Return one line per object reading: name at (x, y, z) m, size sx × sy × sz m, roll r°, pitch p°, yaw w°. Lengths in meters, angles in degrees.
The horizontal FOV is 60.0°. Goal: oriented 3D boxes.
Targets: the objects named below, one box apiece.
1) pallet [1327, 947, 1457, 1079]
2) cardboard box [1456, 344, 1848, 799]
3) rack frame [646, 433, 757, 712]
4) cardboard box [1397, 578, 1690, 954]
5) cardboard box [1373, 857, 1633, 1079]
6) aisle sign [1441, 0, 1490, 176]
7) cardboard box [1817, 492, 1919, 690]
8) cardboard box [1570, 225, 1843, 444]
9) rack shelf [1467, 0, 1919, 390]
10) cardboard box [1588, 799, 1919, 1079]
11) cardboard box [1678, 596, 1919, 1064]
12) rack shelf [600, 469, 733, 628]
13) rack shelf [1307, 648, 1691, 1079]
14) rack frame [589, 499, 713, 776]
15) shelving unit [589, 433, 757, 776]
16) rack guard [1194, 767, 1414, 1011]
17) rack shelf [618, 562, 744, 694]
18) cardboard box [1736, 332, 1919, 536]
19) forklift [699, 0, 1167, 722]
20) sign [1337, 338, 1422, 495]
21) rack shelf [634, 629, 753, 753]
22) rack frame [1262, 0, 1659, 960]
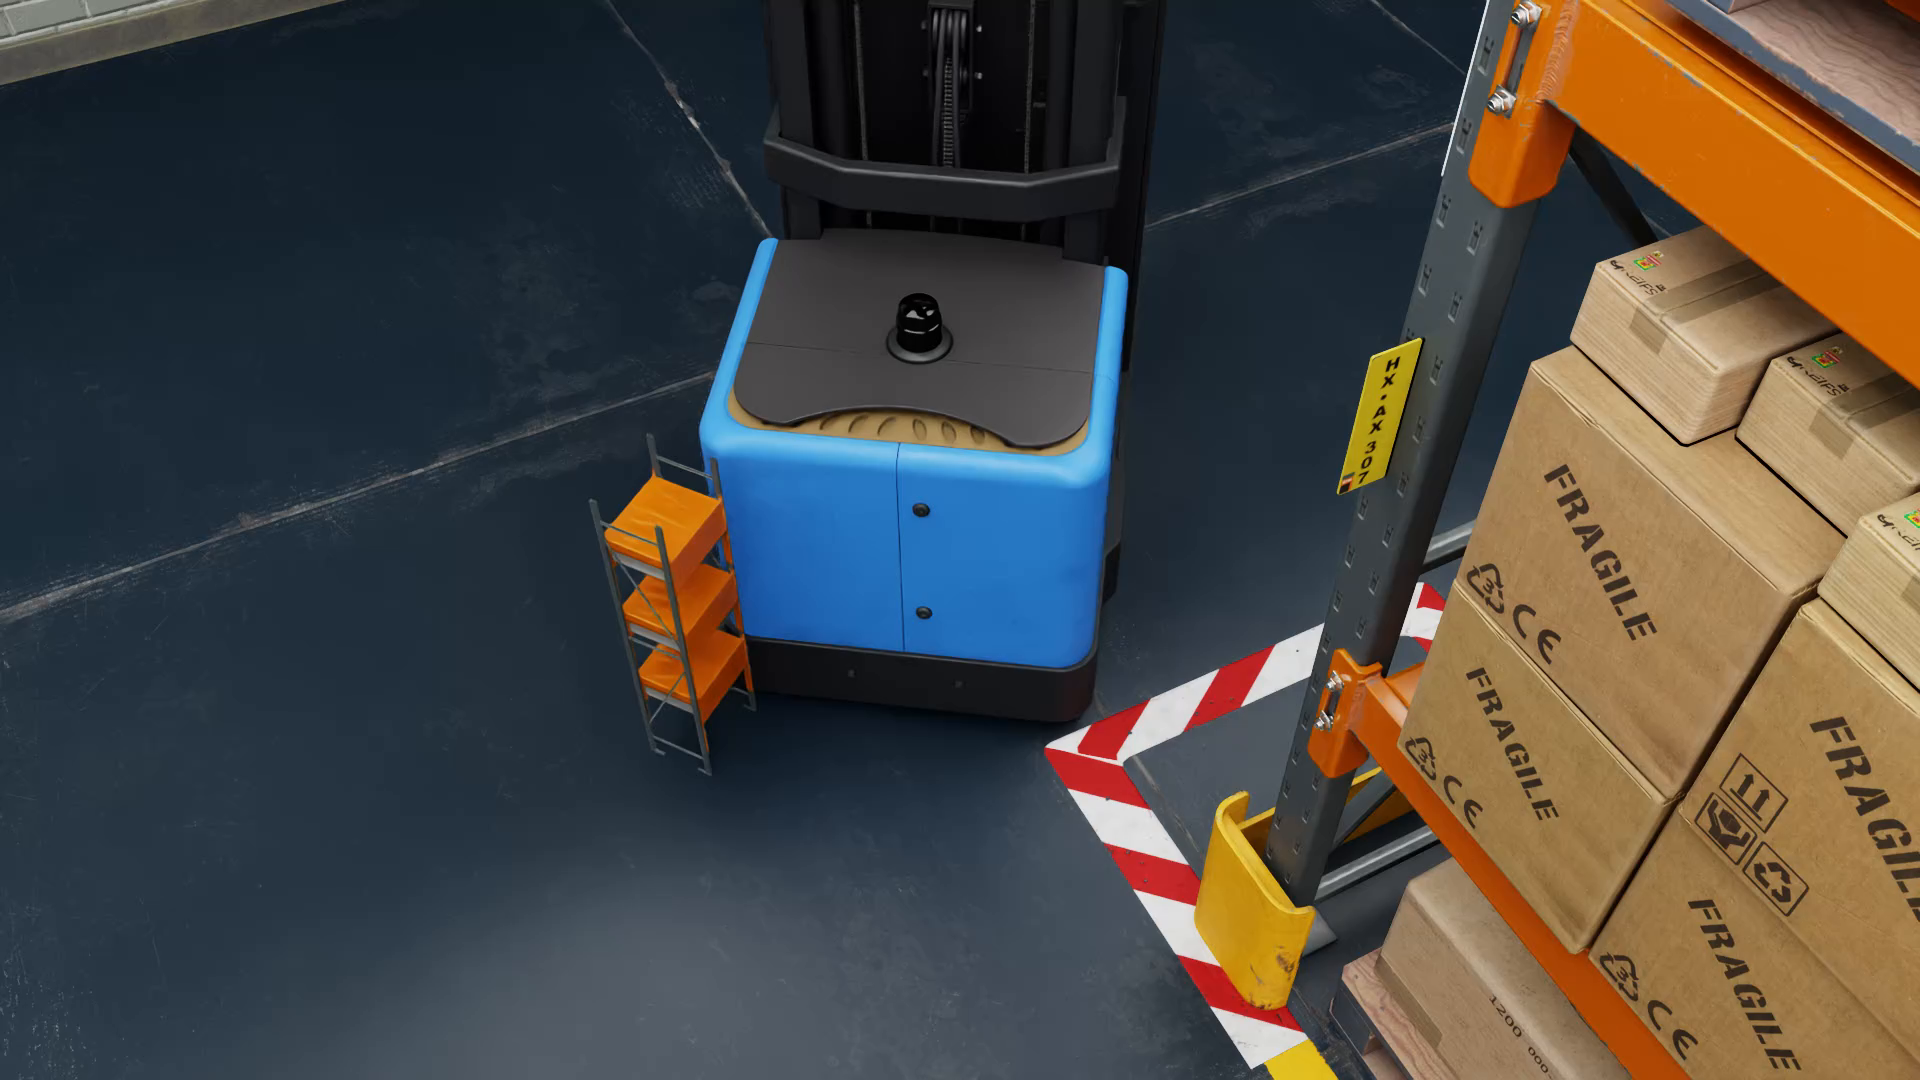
pallet at (1.637, 1.347, 3.932) m, size 1.003 × 0.211 × 1.213 m, roll -21°, pitch 52°, yaw -18°
cardboard box at (1.168, -0.022, 2.546) m, size 0.500 × 0.500 × 0.500 m, roll -22°, pitch 52°, yaw -18°
rack frame at (-0.679, 0.118, 4.449) m, size 0.200 × 1.050 × 0.008 m, roll 20°, pitch 52°, yaw 17°
cardboard box at (1.166, 0.308, 2.922) m, size 0.500 × 0.500 × 0.500 m, roll -22°, pitch 52°, yaw -18°
cardboard box at (1.593, 1.033, 3.777) m, size 0.875 × 0.438 × 0.875 m, roll -23°, pitch 53°, yaw -19°
aisle sign at (0.911, -0.884, 2.303) m, size 0.394 × 0.787 × 0.004 m, roll -21°, pitch 52°, yaw -18°
cardboard box at (1.318, 0.042, 2.059) m, size 0.380 × 0.149 × 0.250 m, roll -20°, pitch 52°, yaw -16°
cardboard box at (1.118, -0.322, 2.377) m, size 0.380 × 0.149 × 0.250 m, roll -20°, pitch 52°, yaw -17°
rack shelf at (2.117, 0.508, 1.298) m, size 1.077 × 0.370 × 4.000 m, roll -21°, pitch 52°, yaw -18°
cardboard box at (1.423, 0.637, 2.634) m, size 0.500 × 0.500 × 0.500 m, roll -22°, pitch 52°, yaw -18°
cardboard box at (1.411, 0.321, 2.246) m, size 0.500 × 0.500 × 0.500 m, roll -22°, pitch 53°, yaw -18°
rack shelf at (-0.733, 0.021, 4.171) m, size 0.215 × 0.259 × 0.240 m, roll 20°, pitch 52°, yaw 17°
rack shelf at (2.117, 1.496, 2.427) m, size 1.077 × 0.370 × 4.000 m, roll -21°, pitch 52°, yaw -18°
rack frame at (-0.787, 0.283, 4.305) m, size 0.200 × 1.050 × 0.008 m, roll 20°, pitch 52°, yaw 17°
shelving unit at (-0.733, 0.200, 4.377) m, size 0.215 × 1.050 × 0.252 m, roll 20°, pitch 52°, yaw 17°
rack guard at (1.191, 0.727, 4.282) m, size 1.175 × 0.500 × 0.348 m, roll -21°, pitch 52°, yaw -18°
rack shelf at (-0.733, 0.207, 4.385) m, size 0.215 × 0.259 × 0.240 m, roll 20°, pitch 52°, yaw 17°
cardboard box at (1.302, -0.171, 2.245) m, size 0.380 × 0.149 × 0.250 m, roll -20°, pitch 52°, yaw -17°
forklift at (0.041, -1.573, 4.678) m, size 1.130 × 2.935 × 3.031 m, roll 6°, pitch 49°, yaw 5°
sign at (0.706, -0.203, 2.807) m, size 0.100 × 0.325 × 0.005 m, roll -21°, pitch 52°, yaw -18°
rack shelf at (-0.733, 0.390, 4.594) m, size 0.215 × 0.259 × 0.240 m, roll 20°, pitch 52°, yaw 17°
rack frame at (1.202, -0.080, 3.327) m, size 1.000 × 3.000 × 0.127 m, roll -21°, pitch 52°, yaw -18°
